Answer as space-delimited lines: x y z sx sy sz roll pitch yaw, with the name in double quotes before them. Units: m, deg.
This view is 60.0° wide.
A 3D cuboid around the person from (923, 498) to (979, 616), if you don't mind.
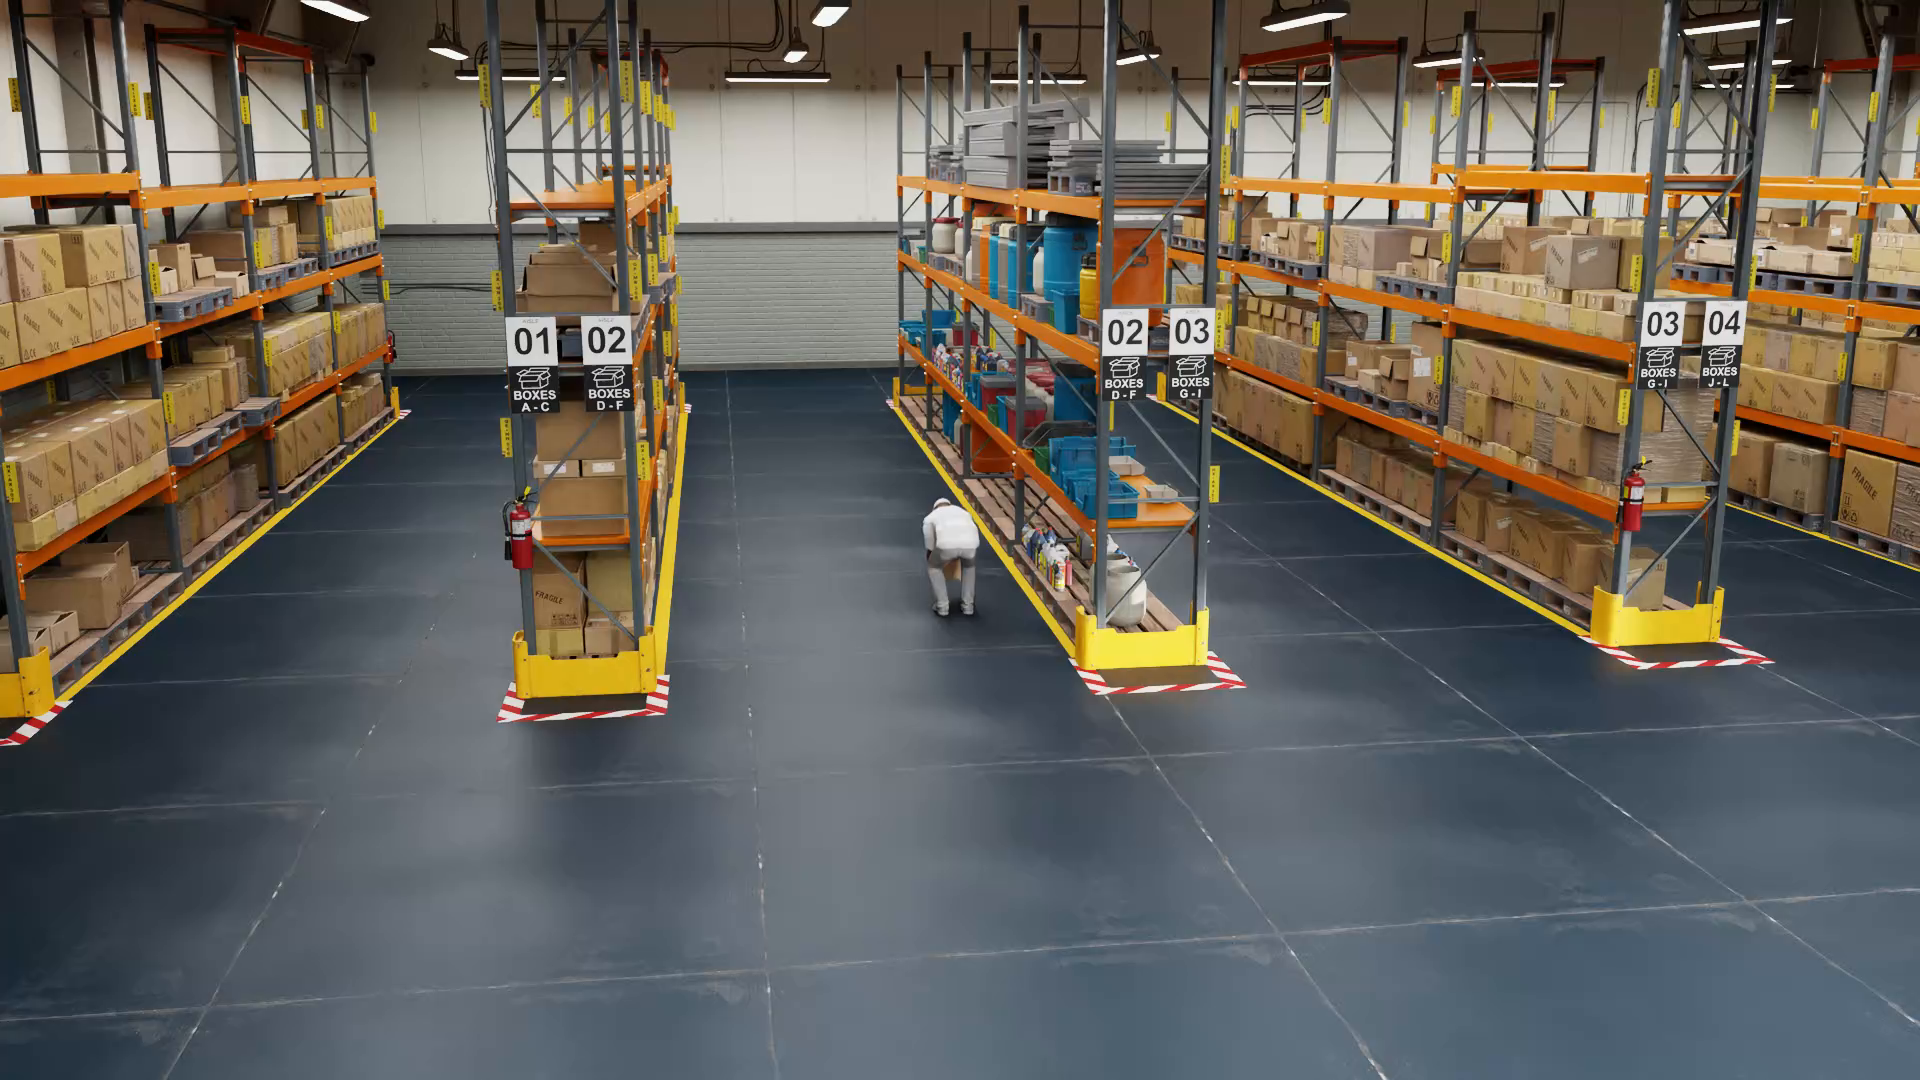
"person" -0.100 0.169 16.782 0.515 1.051 0.967 -3 13 -11
